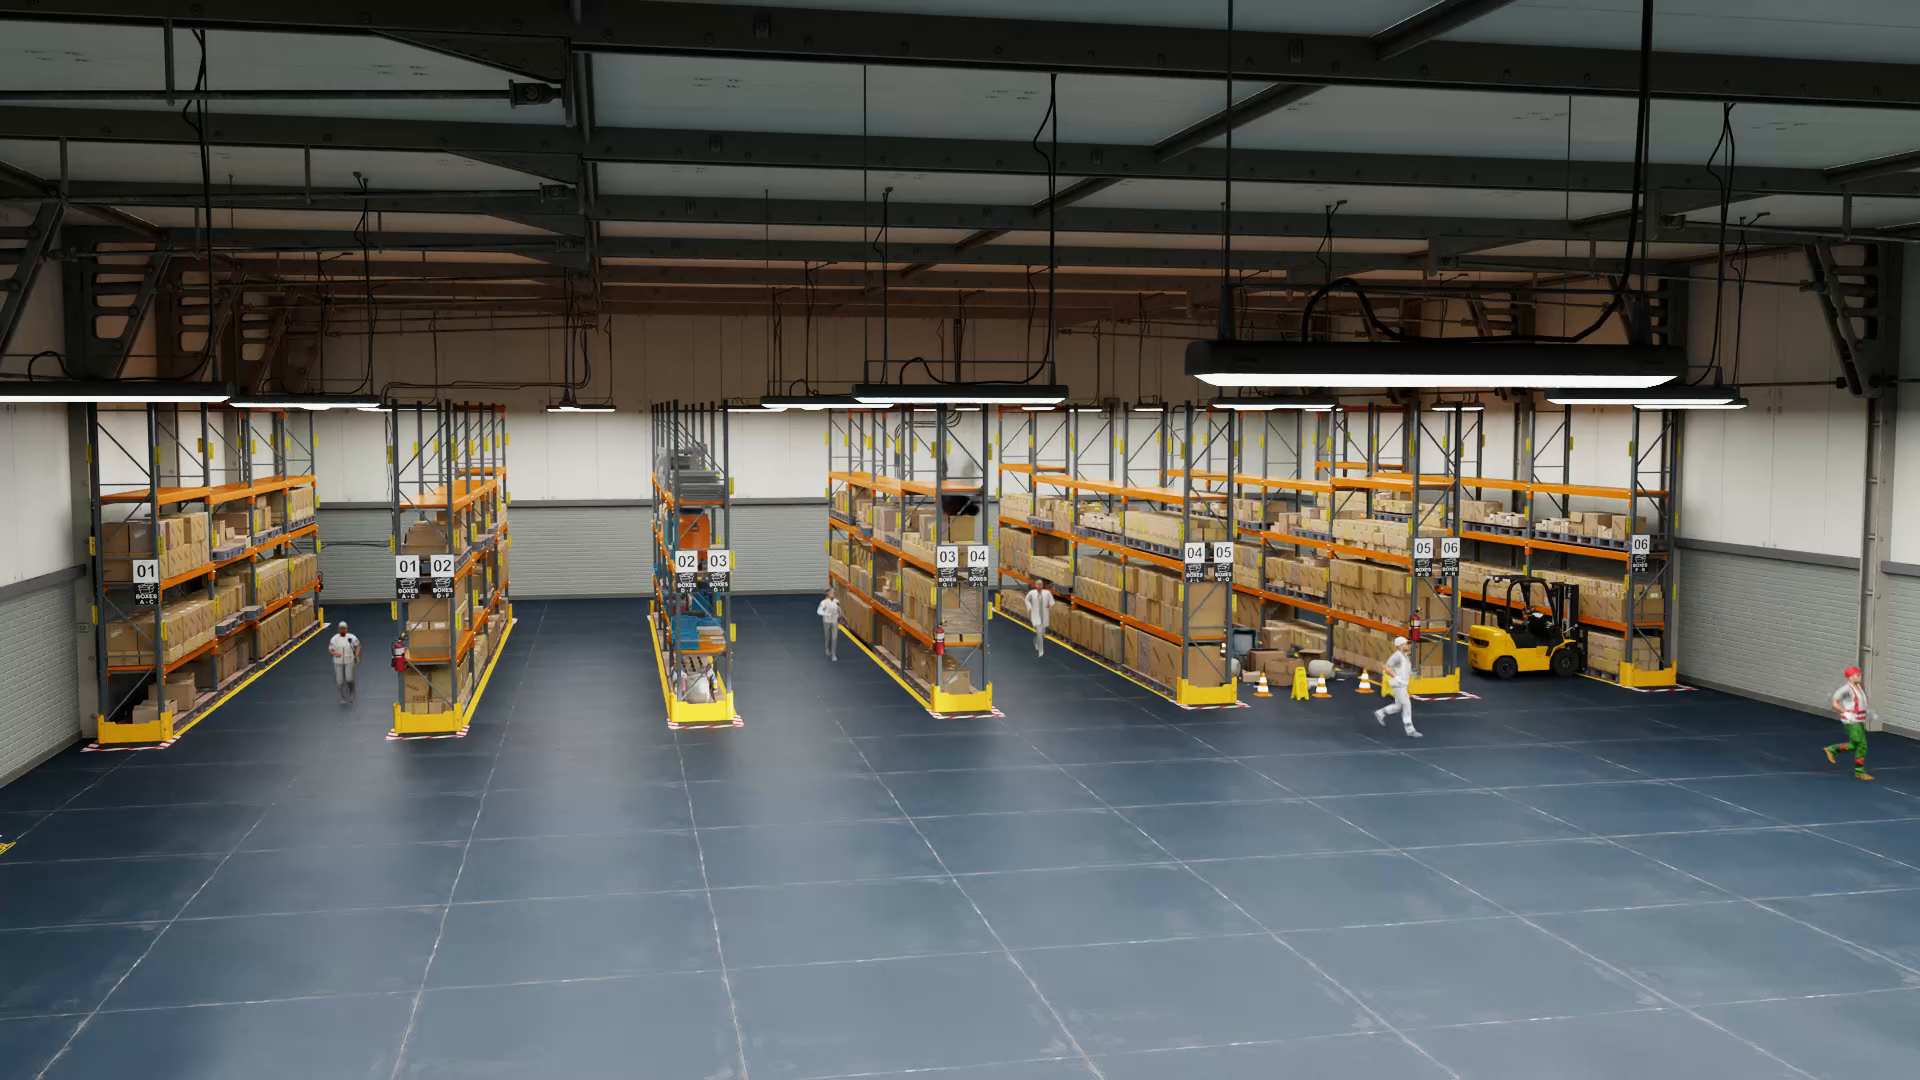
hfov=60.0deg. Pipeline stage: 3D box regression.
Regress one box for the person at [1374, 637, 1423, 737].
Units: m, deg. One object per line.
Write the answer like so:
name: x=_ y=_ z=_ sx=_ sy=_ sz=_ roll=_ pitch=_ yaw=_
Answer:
person: x=7.806 y=2.599 z=29.635 sx=0.946 sy=1.765 sz=0.660 roll=3 pitch=5 yaw=33

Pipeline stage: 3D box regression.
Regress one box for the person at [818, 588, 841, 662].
person: x=-3.037 y=1.953 z=38.850 sx=0.599 sy=1.713 sz=0.863 roll=-1 pitch=4 yaw=-16

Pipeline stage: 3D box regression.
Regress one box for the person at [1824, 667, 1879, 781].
person: x=14.050 y=2.875 z=26.265 sx=0.655 sy=1.765 sz=0.814 roll=-3 pitch=6 yaw=-39

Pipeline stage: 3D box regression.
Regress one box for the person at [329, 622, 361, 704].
person: x=-12.121 y=2.431 z=32.757 sx=0.588 sy=1.629 sz=0.608 roll=-1 pitch=4 yaw=-14

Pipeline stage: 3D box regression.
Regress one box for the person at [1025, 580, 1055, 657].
person: x=1.920 y=1.842 z=39.781 sx=0.695 sy=1.791 sz=0.964 roll=-1 pitch=4 yaw=-8
